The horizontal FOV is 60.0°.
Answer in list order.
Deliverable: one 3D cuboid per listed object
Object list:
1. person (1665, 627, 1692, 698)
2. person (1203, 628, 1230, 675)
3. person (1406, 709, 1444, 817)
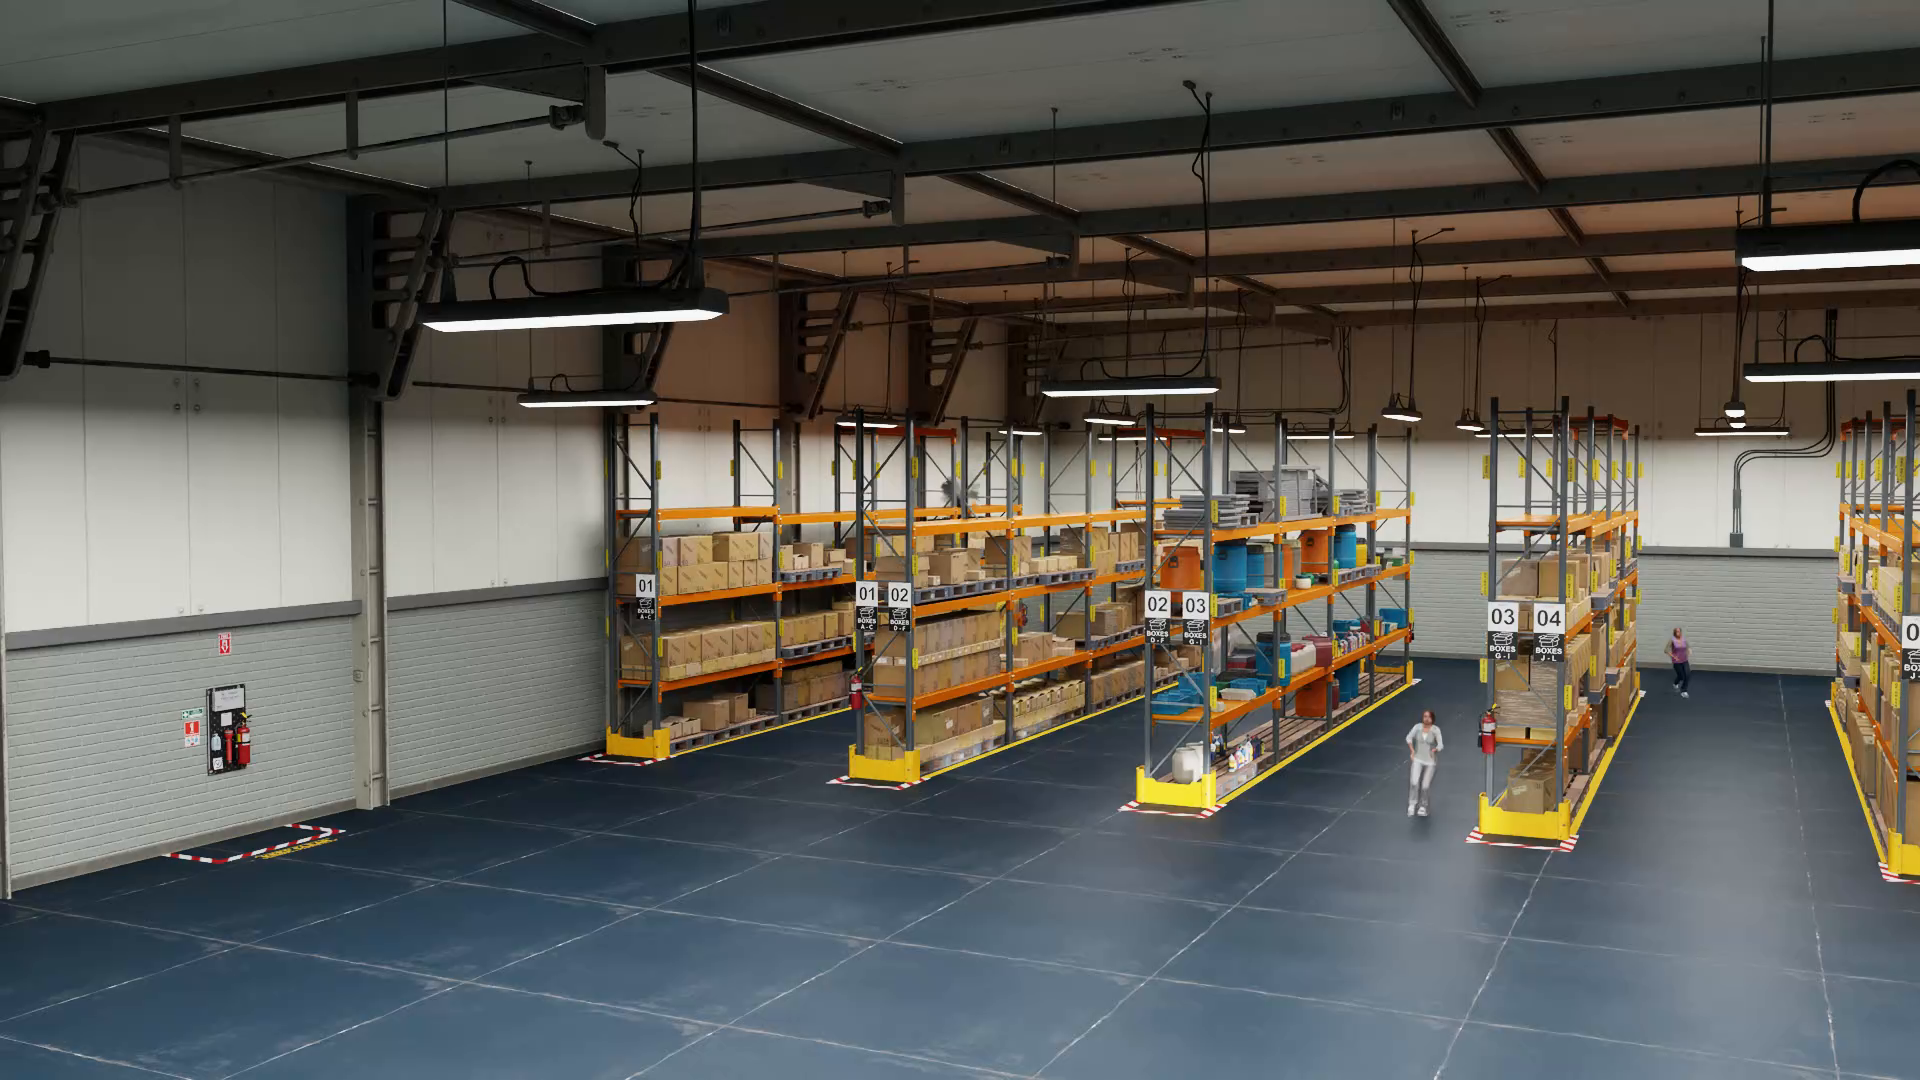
[{"bbox_3d":[15.886,2.699,36.778,0.565,1.550,0.593,0,2,-4],"label":"person"},{"bbox_3d":[5.484,2.702,35.588,0.565,1.629,0.573,1,2,14],"label":"person"},{"bbox_3d":[6.673,3.212,23.914,0.532,1.570,0.632,1,3,20],"label":"person"}]
